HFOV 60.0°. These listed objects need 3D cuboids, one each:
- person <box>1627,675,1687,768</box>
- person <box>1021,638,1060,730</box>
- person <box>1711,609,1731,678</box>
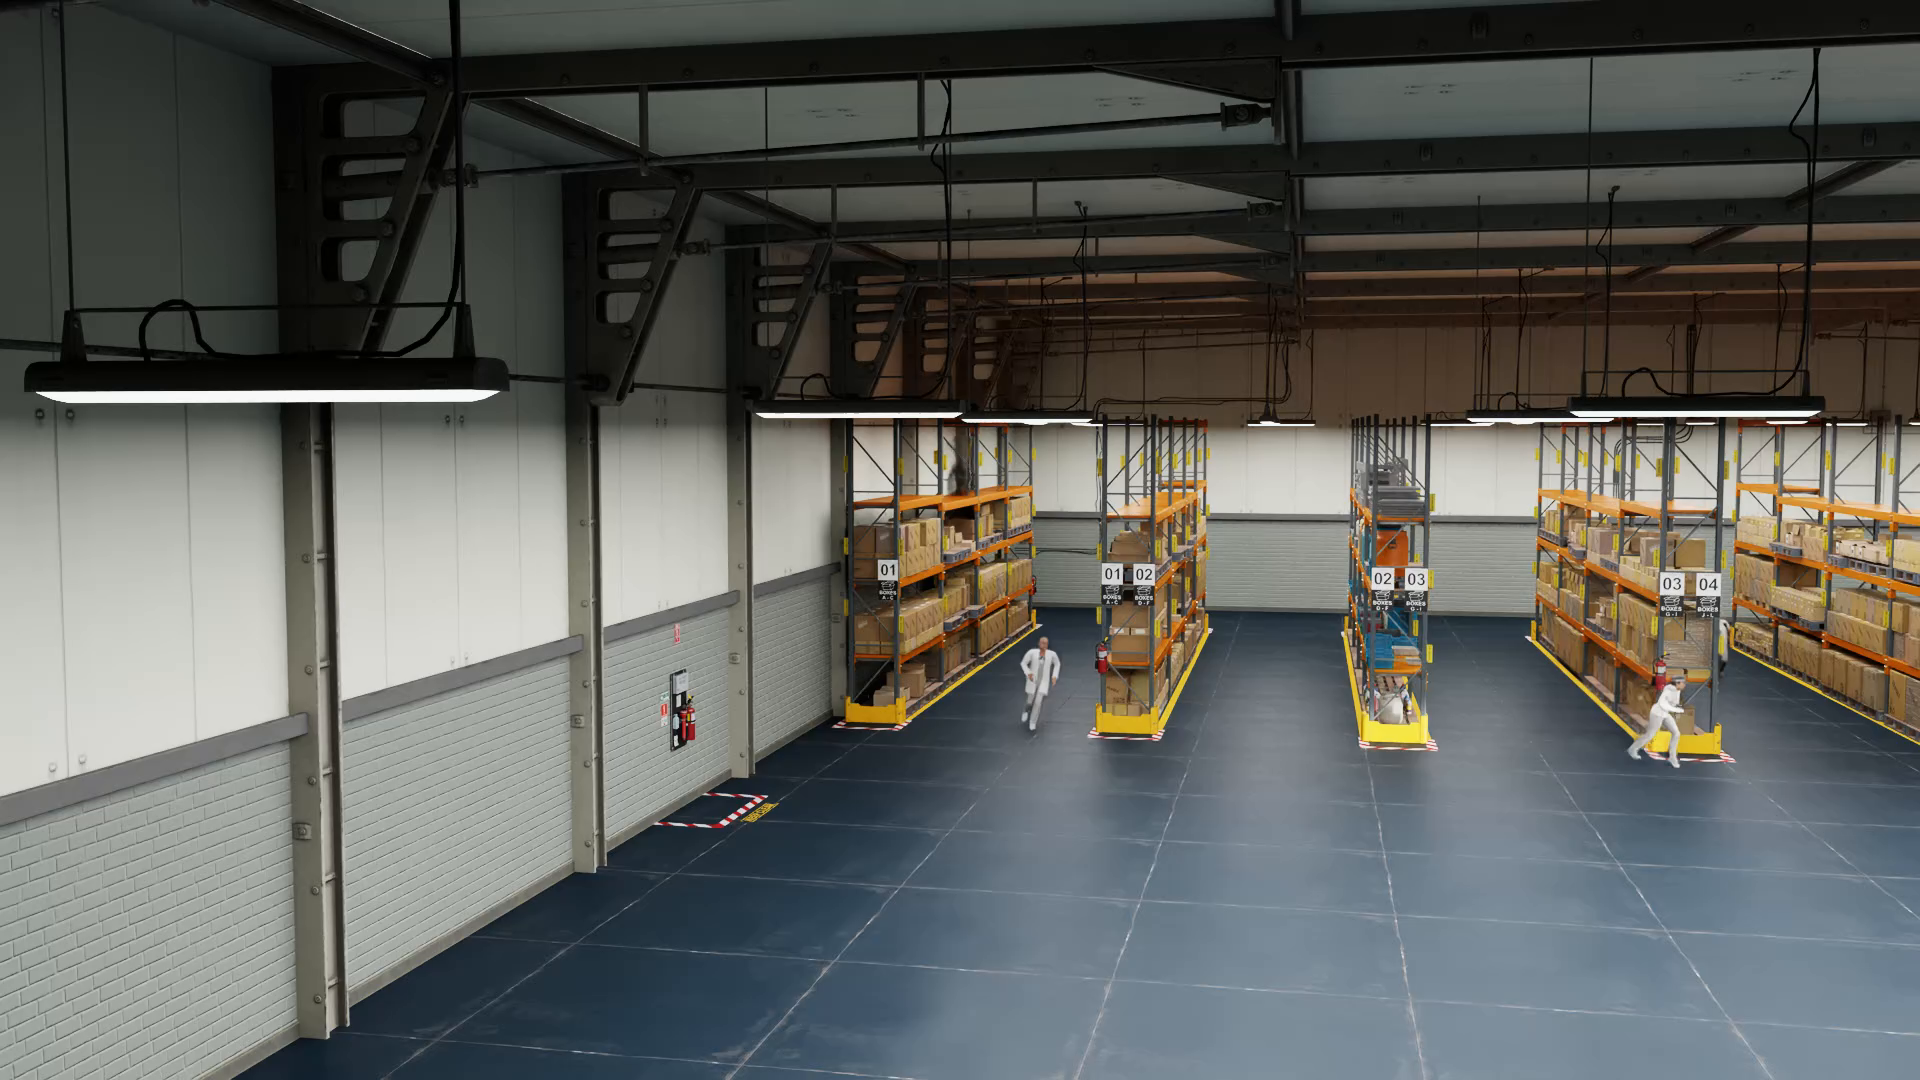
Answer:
[{"bbox_3d":[11.906,3.068,28.396,0.957,1.623,0.656,3,5,41],"label":"person"},{"bbox_3d":[1.555,2.737,32.058,0.768,1.752,0.799,0,4,-4],"label":"person"},{"bbox_3d":[17.275,2.385,37.849,0.593,1.629,0.577,1,4,13],"label":"person"}]
